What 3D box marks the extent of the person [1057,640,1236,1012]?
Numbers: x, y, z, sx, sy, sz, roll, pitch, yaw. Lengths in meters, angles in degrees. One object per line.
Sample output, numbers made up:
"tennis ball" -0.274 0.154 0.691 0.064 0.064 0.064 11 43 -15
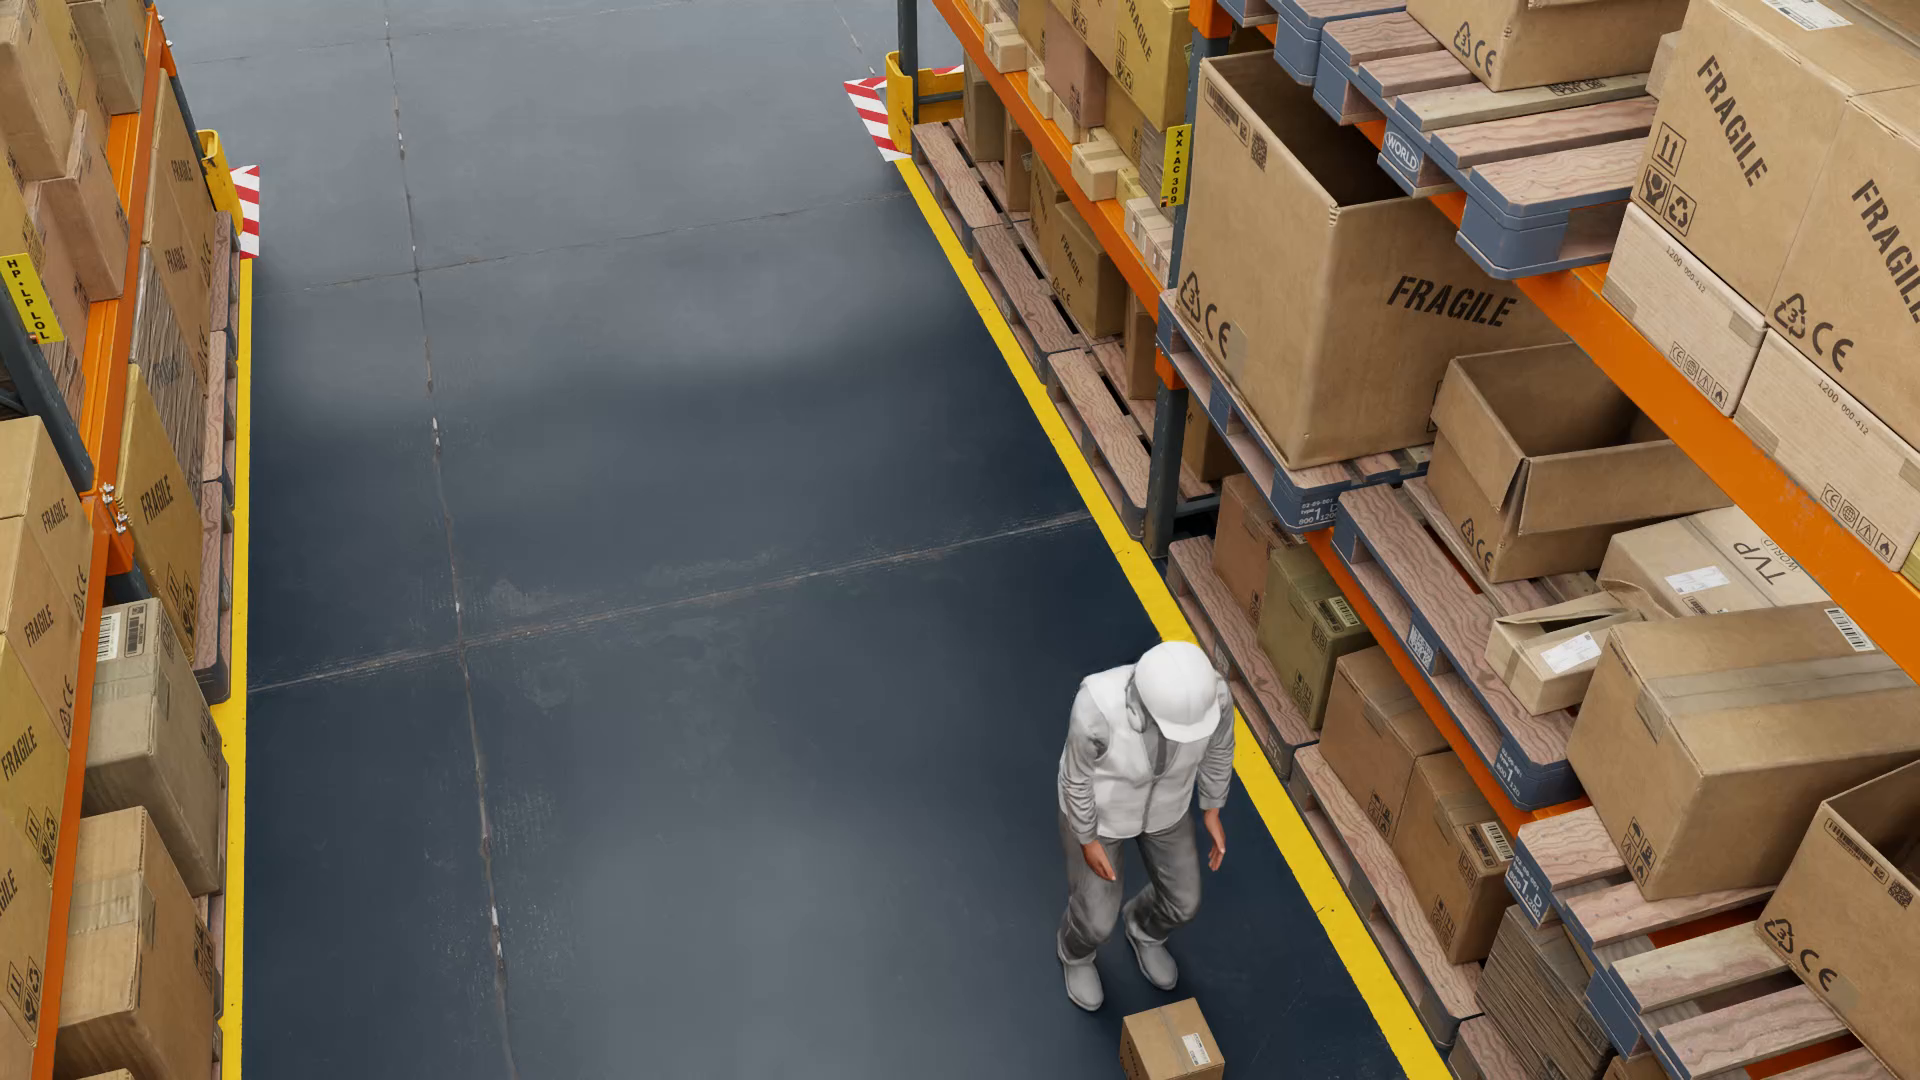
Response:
"person" 0.577 0.862 5.248 0.567 1.695 0.516 -11 43 -12
